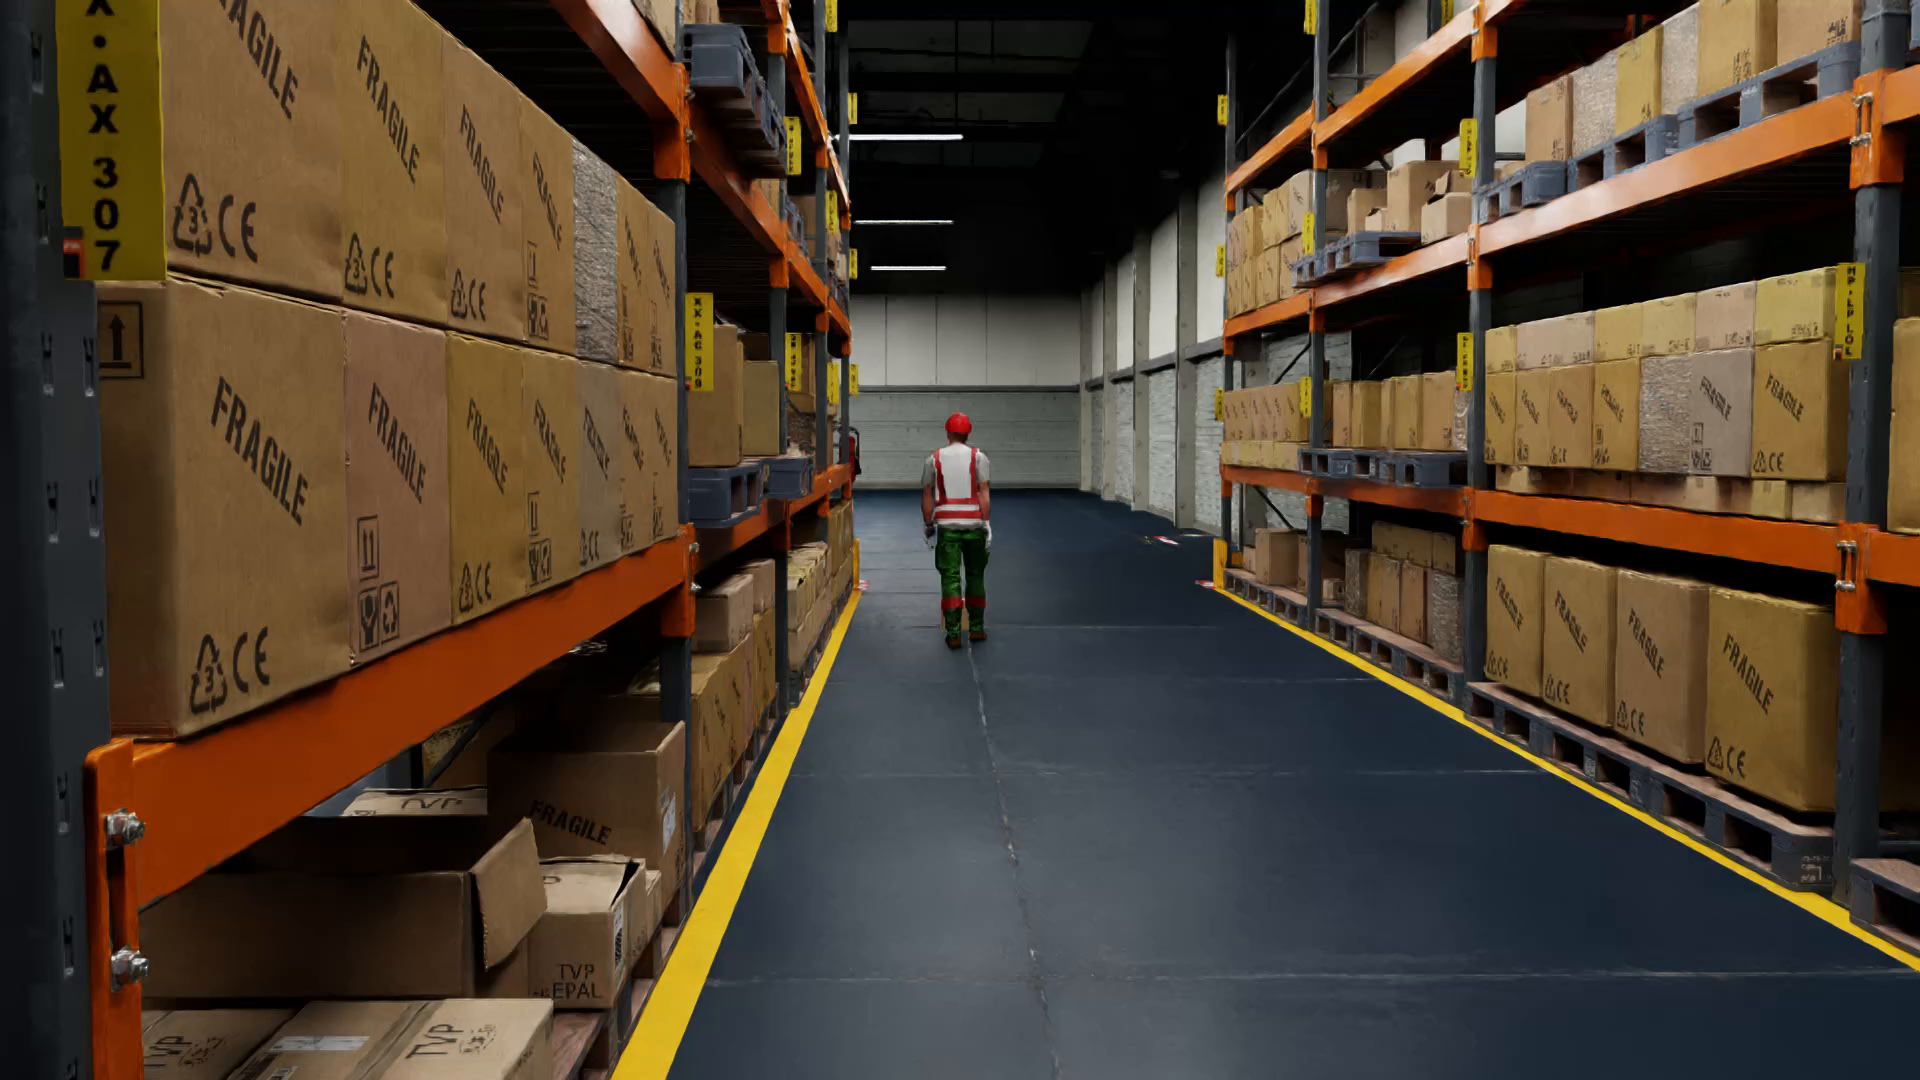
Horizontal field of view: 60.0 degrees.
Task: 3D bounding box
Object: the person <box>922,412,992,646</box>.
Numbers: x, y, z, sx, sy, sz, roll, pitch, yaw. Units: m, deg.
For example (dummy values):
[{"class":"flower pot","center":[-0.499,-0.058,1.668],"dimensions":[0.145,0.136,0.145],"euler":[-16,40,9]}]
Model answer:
[{"class":"person","center":[-0.031,-0.101,12.881],"dimensions":[0.535,1.777,0.700],"euler":[0,4,-2]}]
